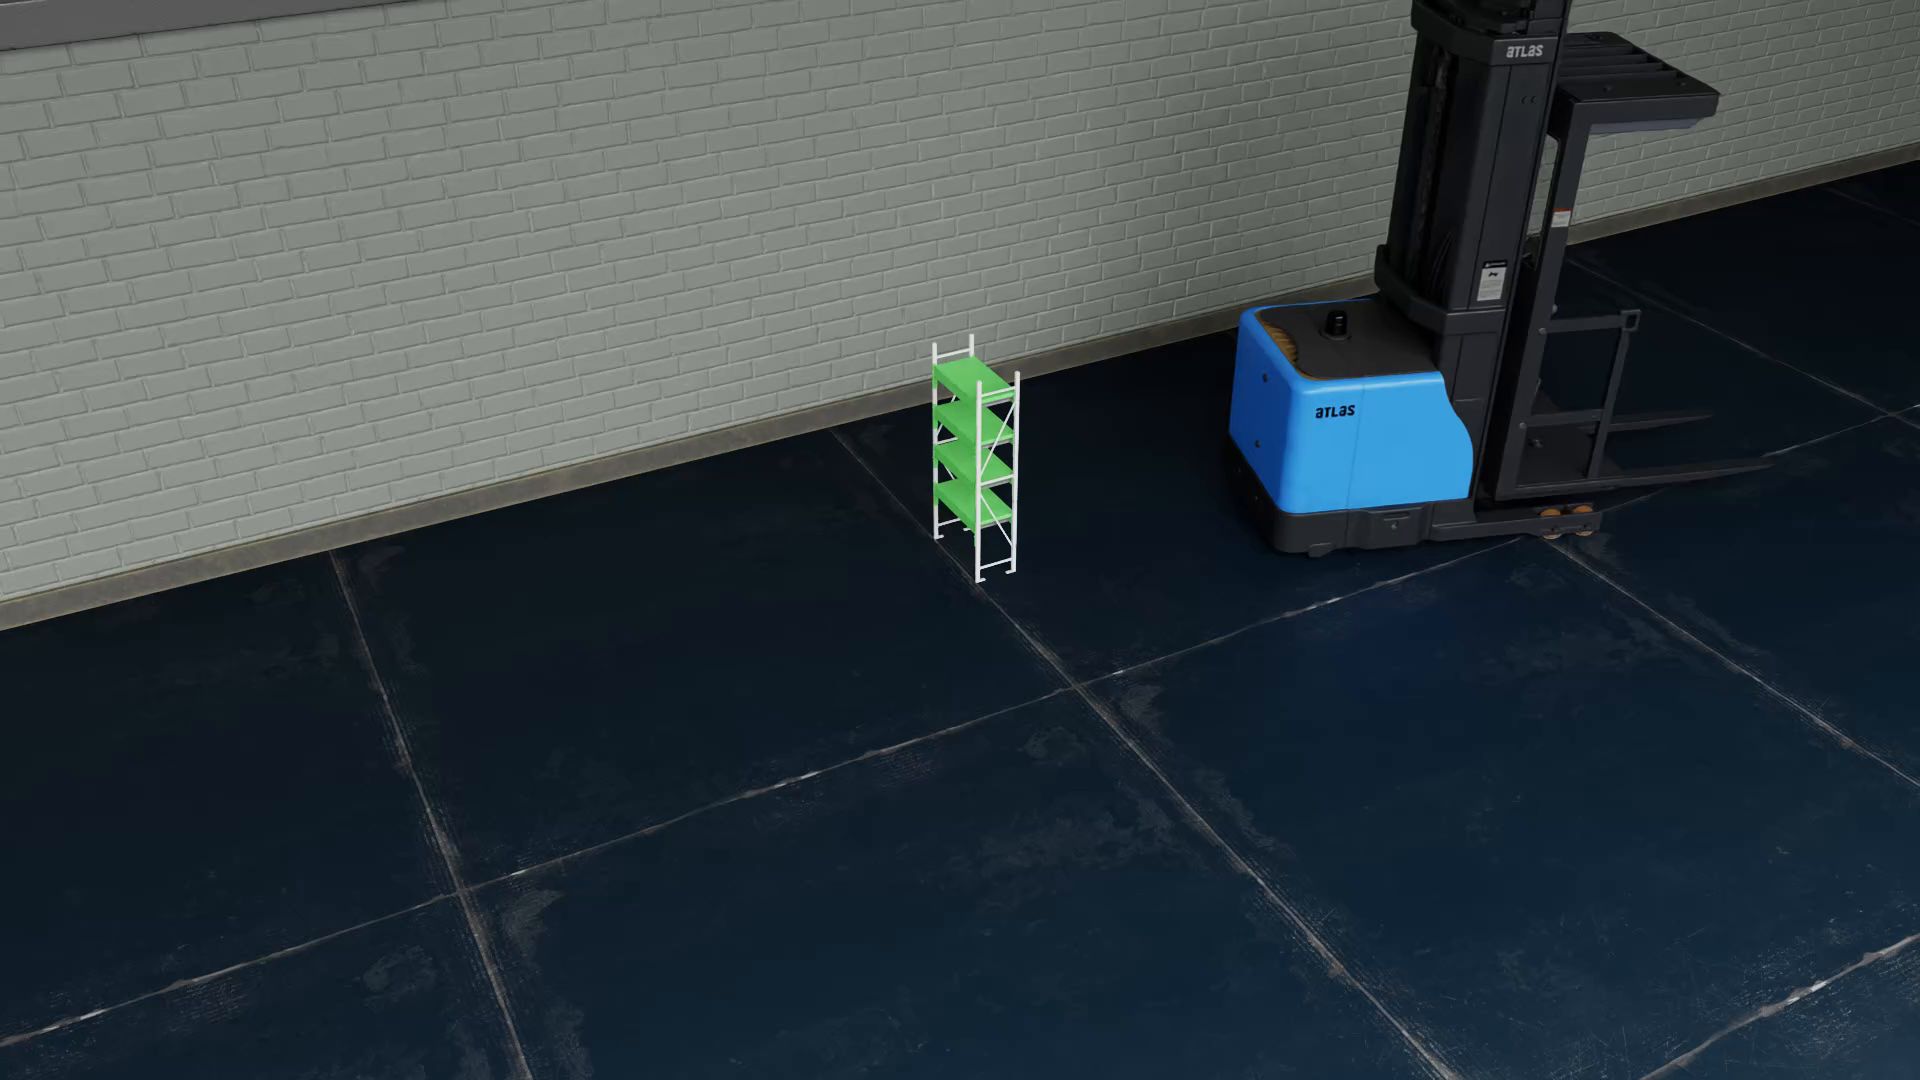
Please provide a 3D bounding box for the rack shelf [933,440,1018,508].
[{"bbox_3d":[0.077,-0.372,8.837,0.258,0.148,0.480,-16,36,-23],"label":"rack shelf"}]

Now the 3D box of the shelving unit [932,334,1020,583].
[{"bbox_3d":[0.077,-0.426,8.803,0.258,1.200,0.503,-16,36,-23],"label":"shelving unit"}]

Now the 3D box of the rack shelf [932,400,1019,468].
[{"bbox_3d":[0.077,-0.574,8.708,0.258,0.148,0.480,-16,36,-23],"label":"rack shelf"}]

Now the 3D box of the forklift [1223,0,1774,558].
[{"bbox_3d":[3.112,-1.515,8.897,3.031,2.935,1.130,-5,33,-8],"label":"forklift"}]

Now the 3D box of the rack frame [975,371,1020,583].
[{"bbox_3d":[0.191,-0.310,8.621,0.240,1.200,0.015,-16,36,-23],"label":"rack frame"}]

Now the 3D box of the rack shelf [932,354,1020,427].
[{"bbox_3d":[0.077,-0.777,8.579,0.258,0.148,0.480,-16,36,-23],"label":"rack shelf"}]

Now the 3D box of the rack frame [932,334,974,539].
[{"bbox_3d":[-0.037,-0.543,8.985,0.240,1.200,0.015,-16,36,-23],"label":"rack frame"}]

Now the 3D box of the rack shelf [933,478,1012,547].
[{"bbox_3d":[0.077,-0.170,8.967,0.258,0.148,0.480,-16,36,-23],"label":"rack shelf"}]
